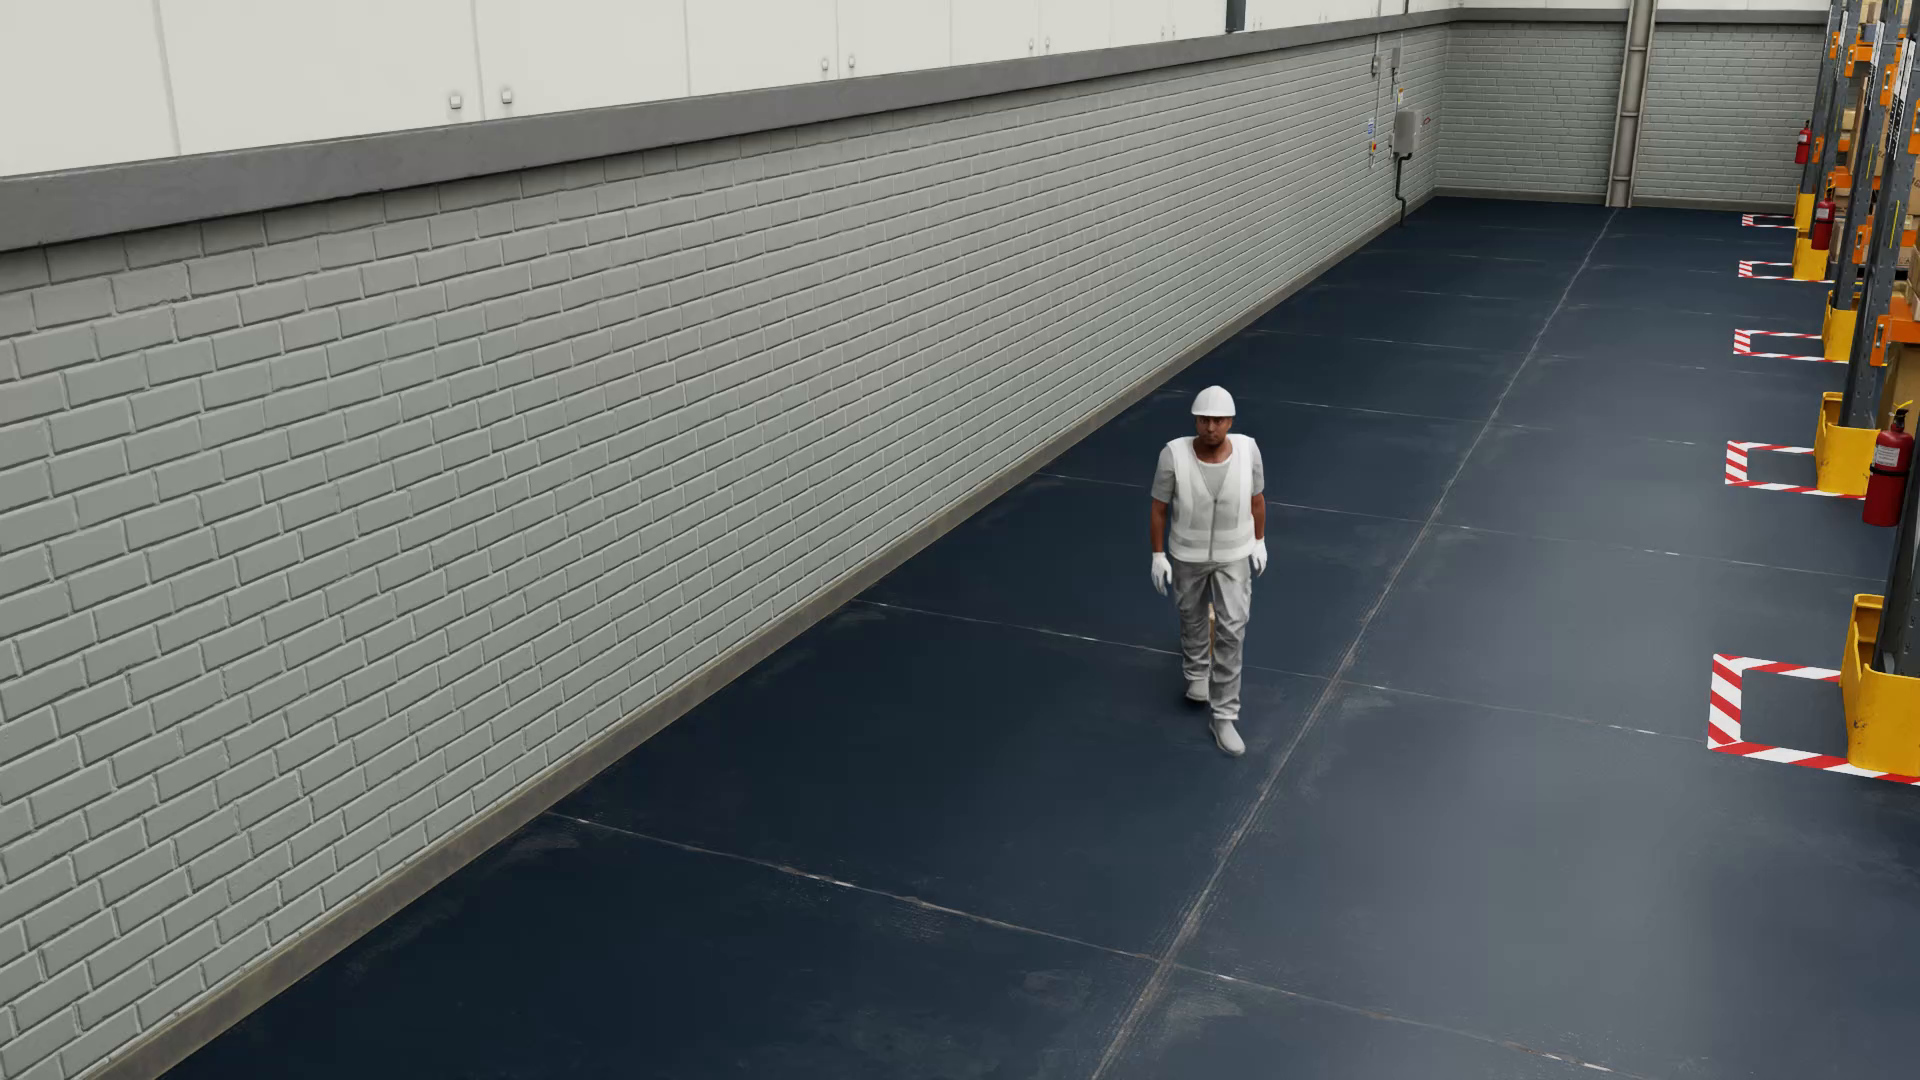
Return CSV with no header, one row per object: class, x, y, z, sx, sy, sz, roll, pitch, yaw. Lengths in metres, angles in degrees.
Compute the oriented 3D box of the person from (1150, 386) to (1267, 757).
person,1.234,0.090,8.272,0.592,1.770,0.819,3,19,8
